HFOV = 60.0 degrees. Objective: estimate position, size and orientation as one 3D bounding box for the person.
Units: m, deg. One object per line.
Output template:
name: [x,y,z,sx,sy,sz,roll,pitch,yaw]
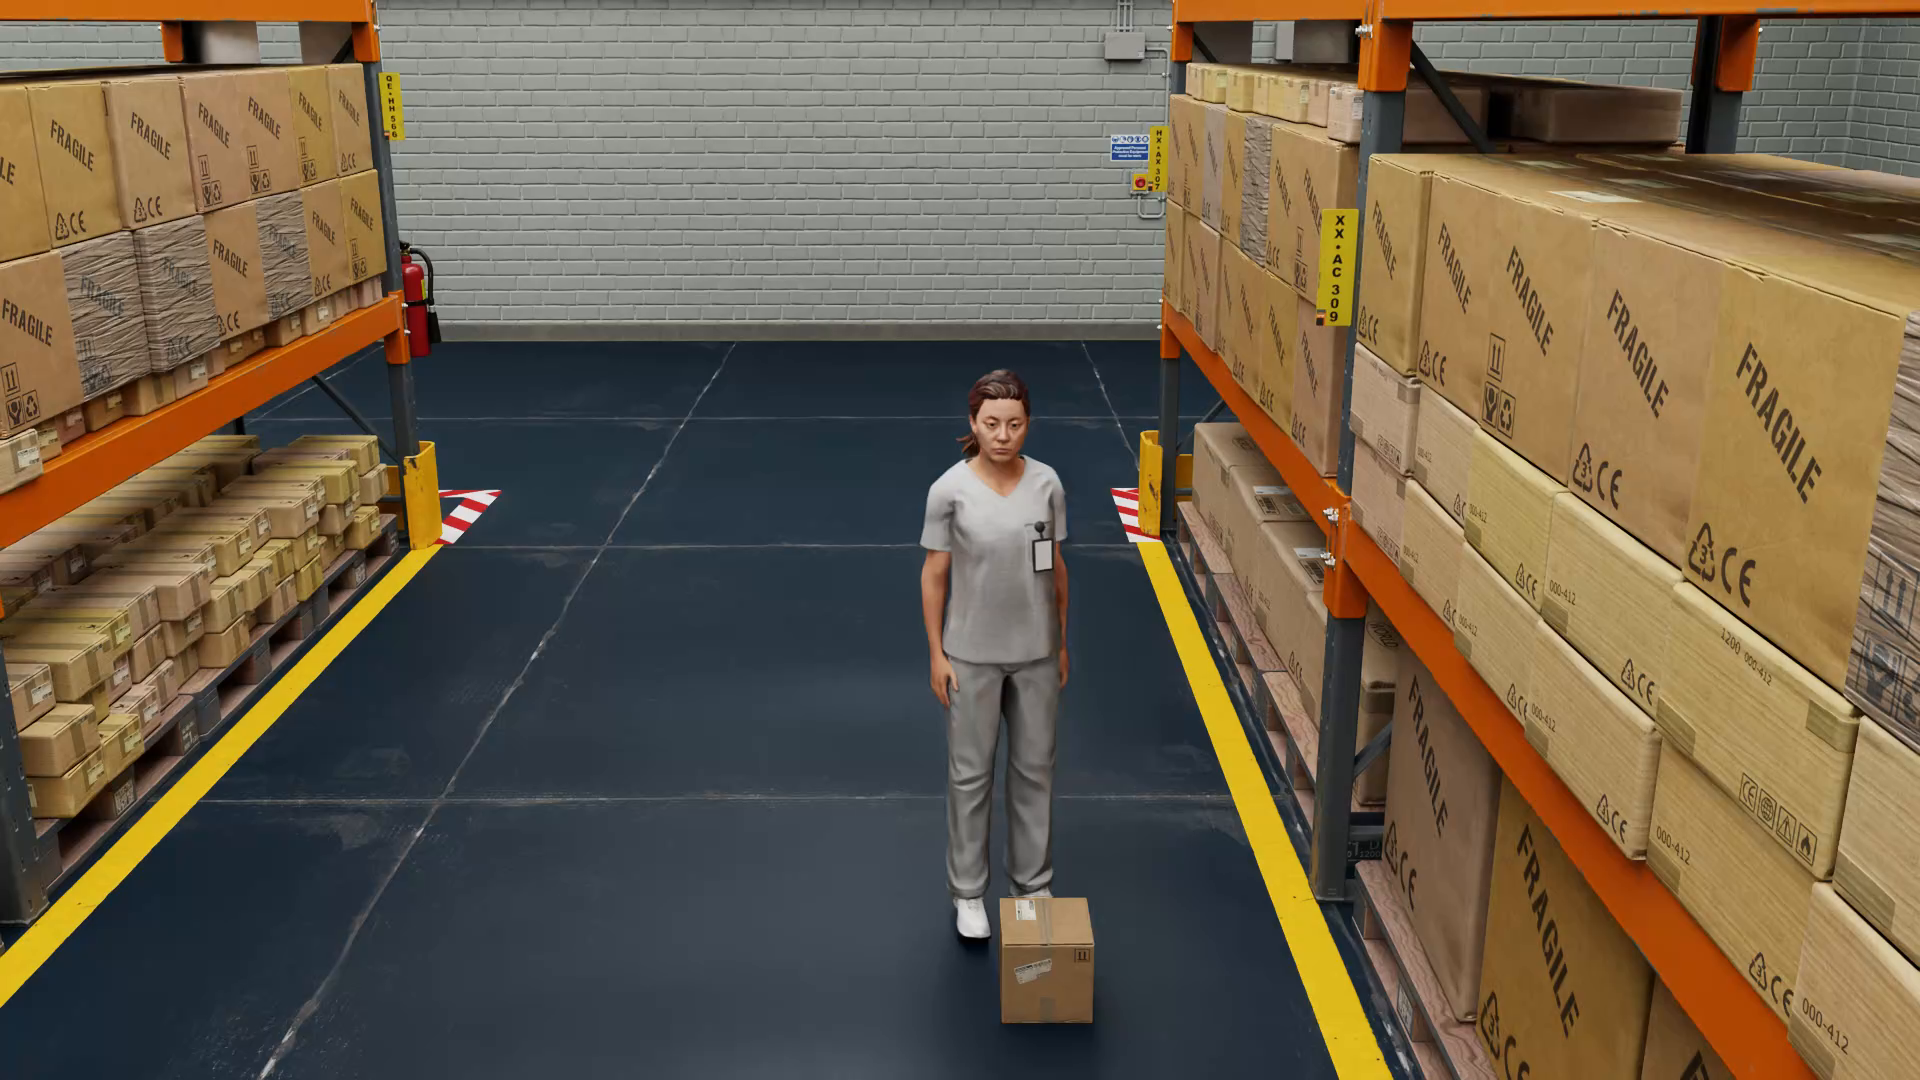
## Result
person: [0.114,0.335,4.895,0.450,1.677,0.418,-4,18,-14]
